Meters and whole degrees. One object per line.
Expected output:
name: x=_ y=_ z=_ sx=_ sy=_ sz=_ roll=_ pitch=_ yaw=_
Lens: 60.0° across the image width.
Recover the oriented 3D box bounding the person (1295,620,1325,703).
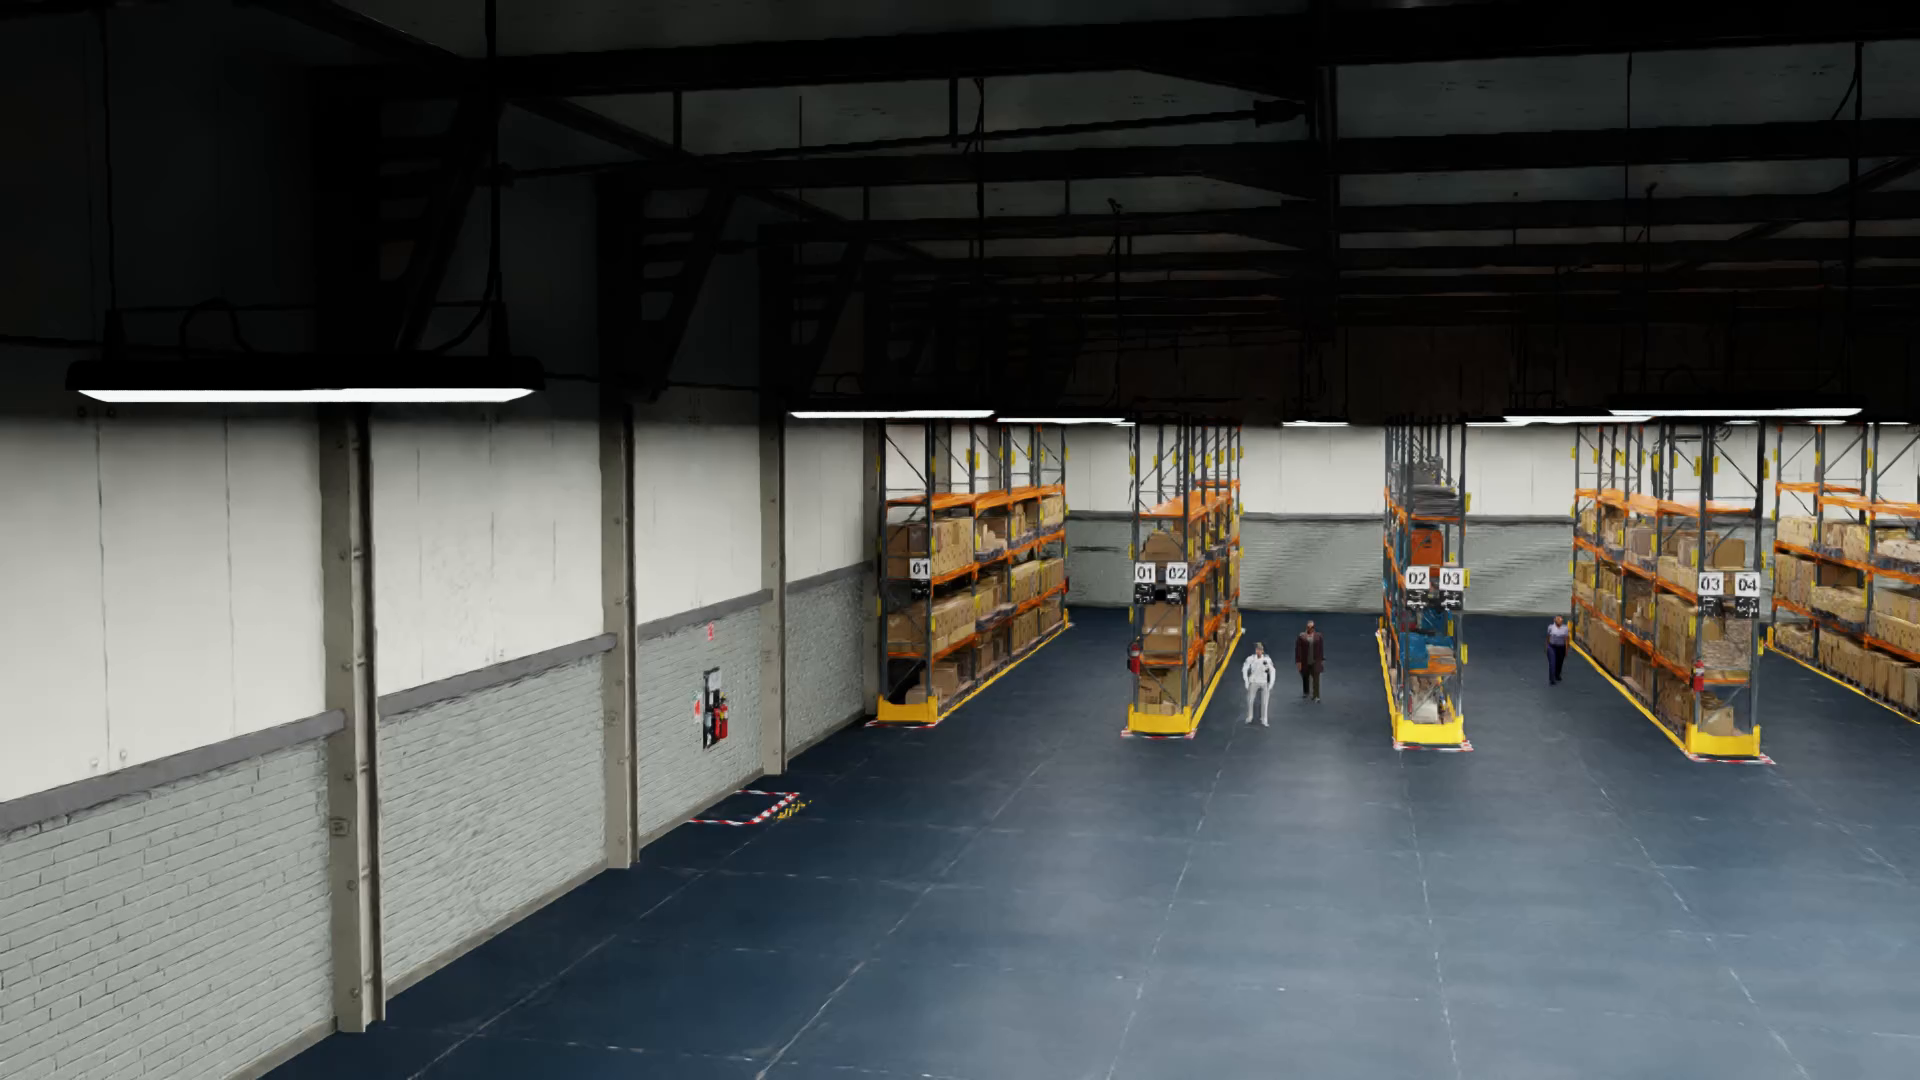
person: x=7.281 y=2.509 z=34.601 sx=0.601 sy=1.696 sz=1.184 roll=1 pitch=4 yaw=11

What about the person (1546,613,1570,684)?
person: x=13.362 y=2.414 z=37.143 sx=0.478 sy=1.567 sz=1.082 roll=1 pitch=4 yaw=10

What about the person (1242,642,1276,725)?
person: x=5.746 y=2.751 z=31.987 sx=0.639 sy=1.632 sz=0.512 roll=1 pitch=4 yaw=11
